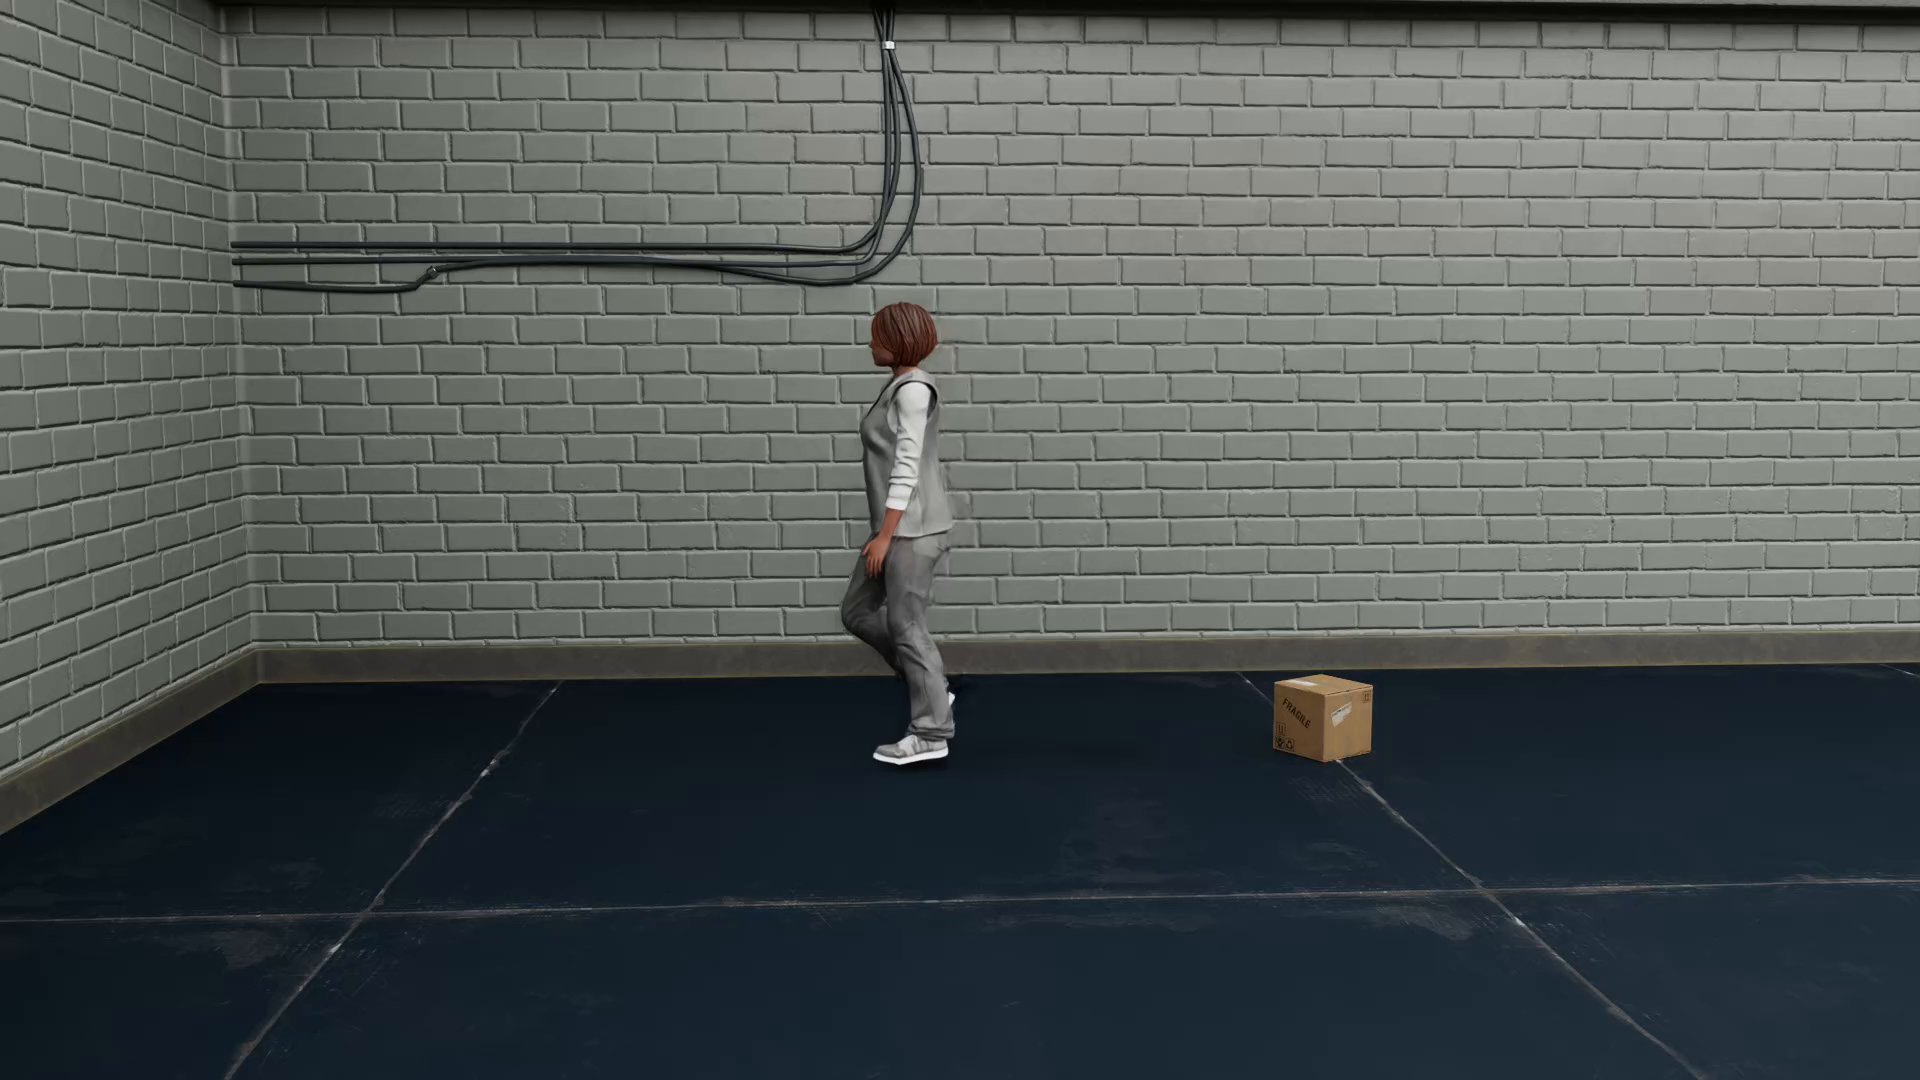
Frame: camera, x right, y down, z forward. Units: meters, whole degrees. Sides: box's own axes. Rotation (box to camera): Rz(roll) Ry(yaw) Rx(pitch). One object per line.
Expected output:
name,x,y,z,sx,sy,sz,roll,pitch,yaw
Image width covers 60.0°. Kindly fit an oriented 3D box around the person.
person,-0.212,0.284,5.776,0.386,0.842,0.361,-1,7,-10
